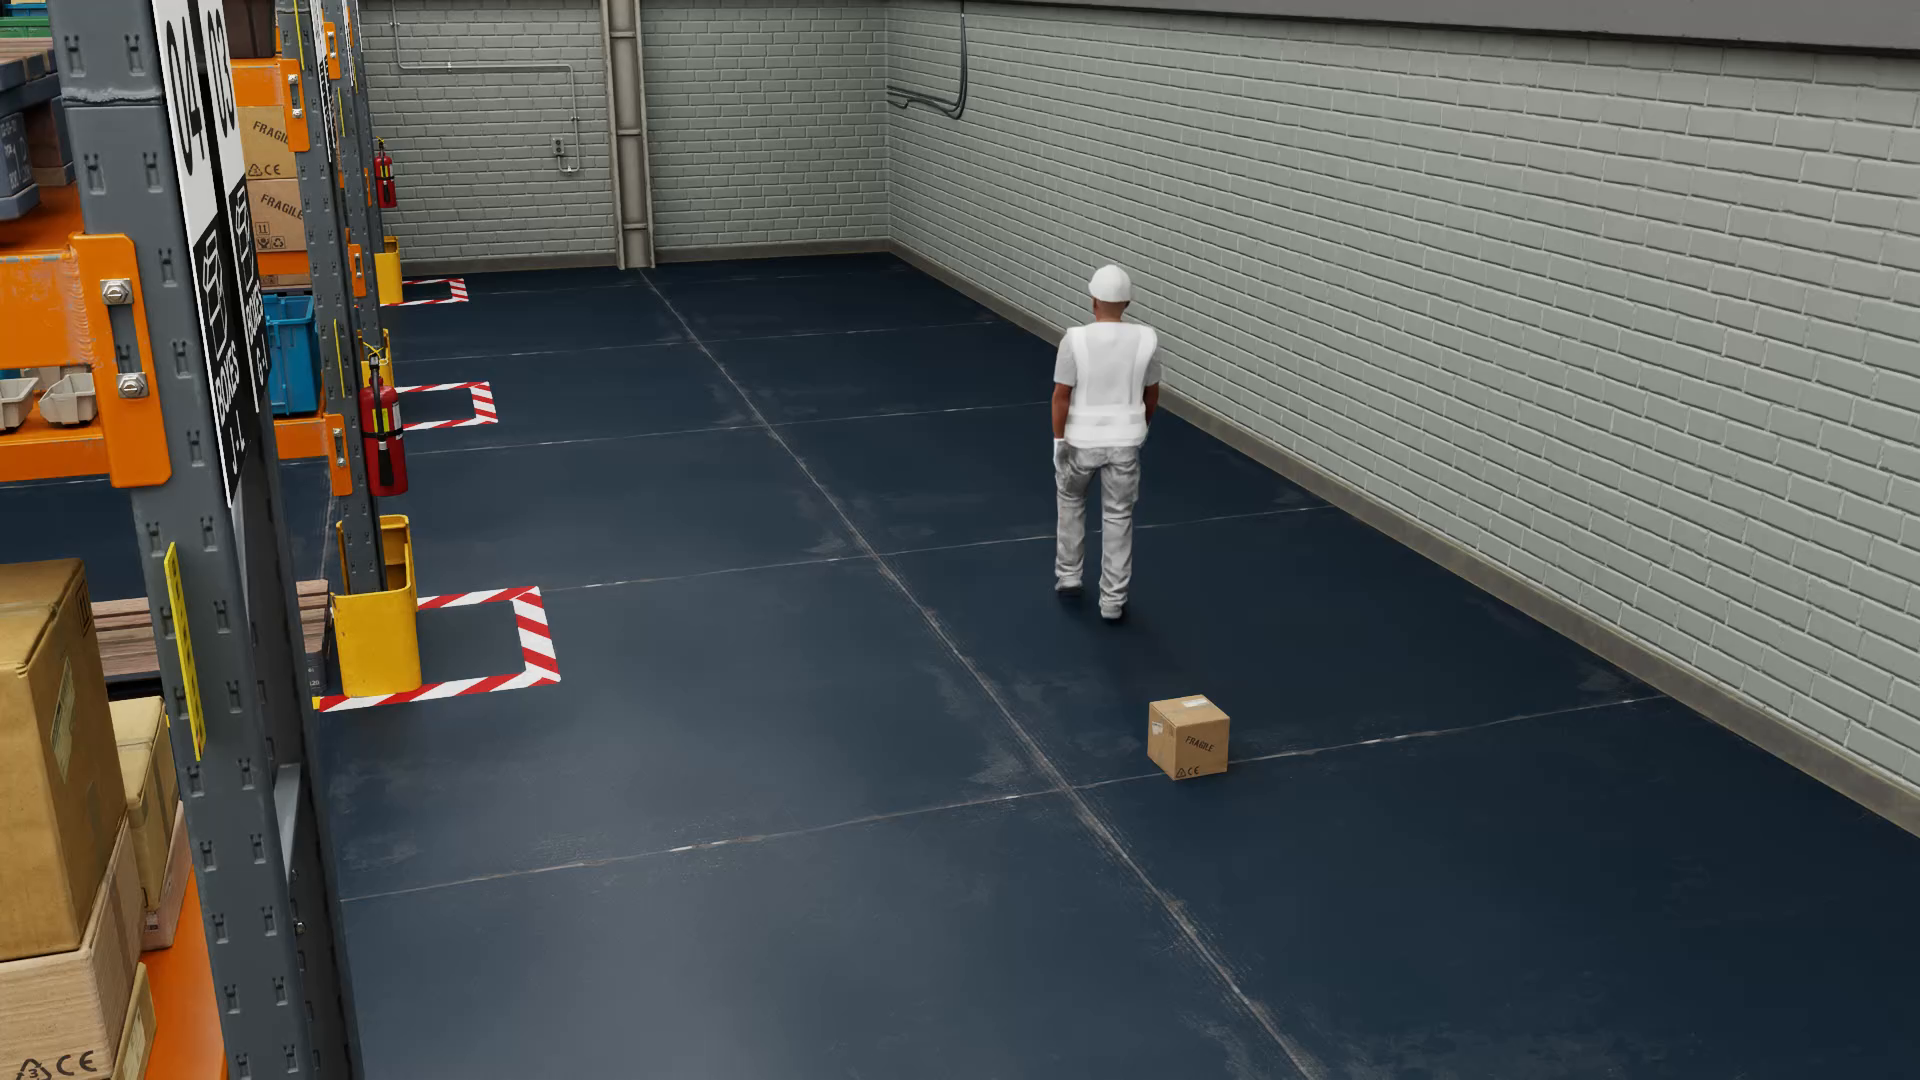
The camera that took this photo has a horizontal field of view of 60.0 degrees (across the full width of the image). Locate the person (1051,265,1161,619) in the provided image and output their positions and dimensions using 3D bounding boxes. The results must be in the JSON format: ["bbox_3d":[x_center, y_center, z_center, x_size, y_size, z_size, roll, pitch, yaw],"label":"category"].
[{"bbox_3d":[0.729,-0.495,8.494,0.565,1.835,0.666,-1,19,-3],"label":"person"}]
